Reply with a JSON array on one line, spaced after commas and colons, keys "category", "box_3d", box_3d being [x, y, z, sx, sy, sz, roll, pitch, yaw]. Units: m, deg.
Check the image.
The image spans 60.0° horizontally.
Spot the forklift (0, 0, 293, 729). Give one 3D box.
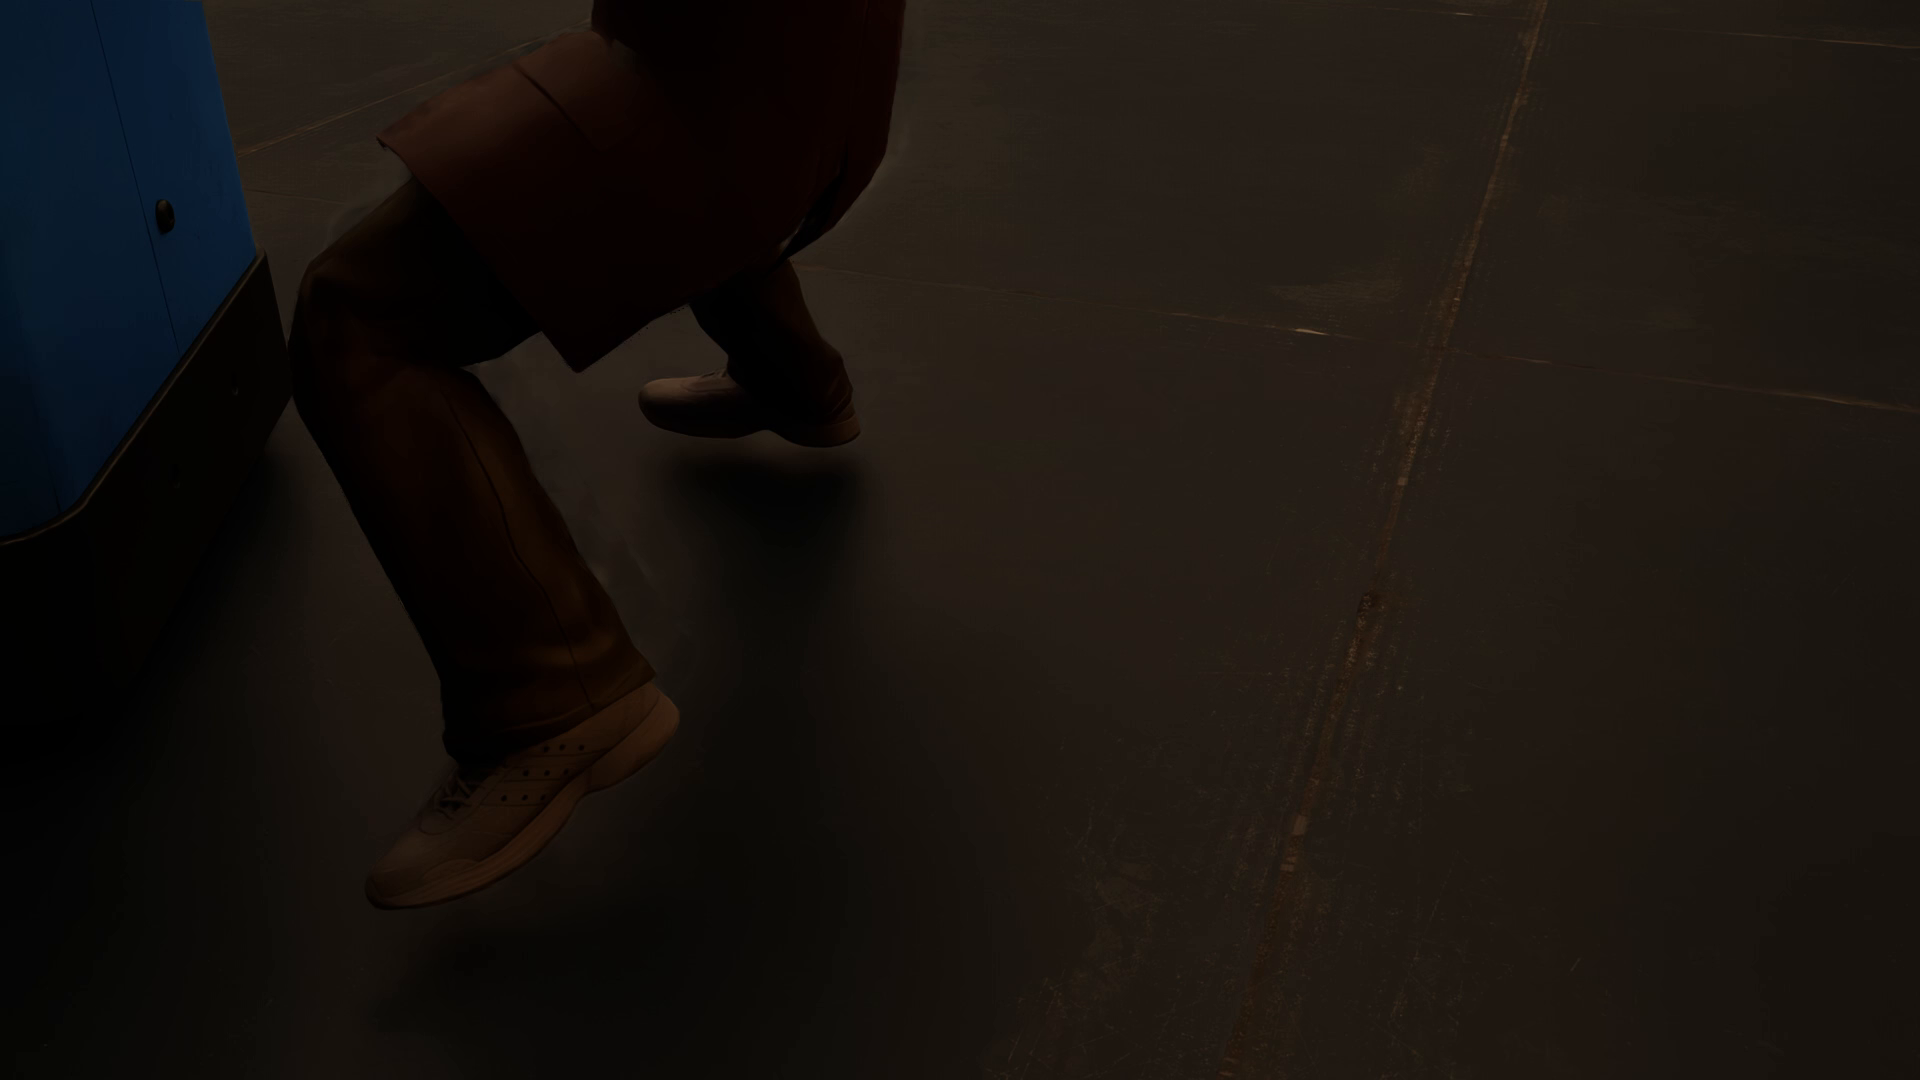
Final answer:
[{"category": "forklift", "box_3d": [-2.574, -1.167, 1.586, 3.031, 2.935, 1.130, -3, 30, -6]}]

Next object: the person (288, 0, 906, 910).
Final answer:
[{"category": "person", "box_3d": [-0.432, -0.558, 1.867, 0.713, 1.514, 1.267, 14, 32, 22]}]
